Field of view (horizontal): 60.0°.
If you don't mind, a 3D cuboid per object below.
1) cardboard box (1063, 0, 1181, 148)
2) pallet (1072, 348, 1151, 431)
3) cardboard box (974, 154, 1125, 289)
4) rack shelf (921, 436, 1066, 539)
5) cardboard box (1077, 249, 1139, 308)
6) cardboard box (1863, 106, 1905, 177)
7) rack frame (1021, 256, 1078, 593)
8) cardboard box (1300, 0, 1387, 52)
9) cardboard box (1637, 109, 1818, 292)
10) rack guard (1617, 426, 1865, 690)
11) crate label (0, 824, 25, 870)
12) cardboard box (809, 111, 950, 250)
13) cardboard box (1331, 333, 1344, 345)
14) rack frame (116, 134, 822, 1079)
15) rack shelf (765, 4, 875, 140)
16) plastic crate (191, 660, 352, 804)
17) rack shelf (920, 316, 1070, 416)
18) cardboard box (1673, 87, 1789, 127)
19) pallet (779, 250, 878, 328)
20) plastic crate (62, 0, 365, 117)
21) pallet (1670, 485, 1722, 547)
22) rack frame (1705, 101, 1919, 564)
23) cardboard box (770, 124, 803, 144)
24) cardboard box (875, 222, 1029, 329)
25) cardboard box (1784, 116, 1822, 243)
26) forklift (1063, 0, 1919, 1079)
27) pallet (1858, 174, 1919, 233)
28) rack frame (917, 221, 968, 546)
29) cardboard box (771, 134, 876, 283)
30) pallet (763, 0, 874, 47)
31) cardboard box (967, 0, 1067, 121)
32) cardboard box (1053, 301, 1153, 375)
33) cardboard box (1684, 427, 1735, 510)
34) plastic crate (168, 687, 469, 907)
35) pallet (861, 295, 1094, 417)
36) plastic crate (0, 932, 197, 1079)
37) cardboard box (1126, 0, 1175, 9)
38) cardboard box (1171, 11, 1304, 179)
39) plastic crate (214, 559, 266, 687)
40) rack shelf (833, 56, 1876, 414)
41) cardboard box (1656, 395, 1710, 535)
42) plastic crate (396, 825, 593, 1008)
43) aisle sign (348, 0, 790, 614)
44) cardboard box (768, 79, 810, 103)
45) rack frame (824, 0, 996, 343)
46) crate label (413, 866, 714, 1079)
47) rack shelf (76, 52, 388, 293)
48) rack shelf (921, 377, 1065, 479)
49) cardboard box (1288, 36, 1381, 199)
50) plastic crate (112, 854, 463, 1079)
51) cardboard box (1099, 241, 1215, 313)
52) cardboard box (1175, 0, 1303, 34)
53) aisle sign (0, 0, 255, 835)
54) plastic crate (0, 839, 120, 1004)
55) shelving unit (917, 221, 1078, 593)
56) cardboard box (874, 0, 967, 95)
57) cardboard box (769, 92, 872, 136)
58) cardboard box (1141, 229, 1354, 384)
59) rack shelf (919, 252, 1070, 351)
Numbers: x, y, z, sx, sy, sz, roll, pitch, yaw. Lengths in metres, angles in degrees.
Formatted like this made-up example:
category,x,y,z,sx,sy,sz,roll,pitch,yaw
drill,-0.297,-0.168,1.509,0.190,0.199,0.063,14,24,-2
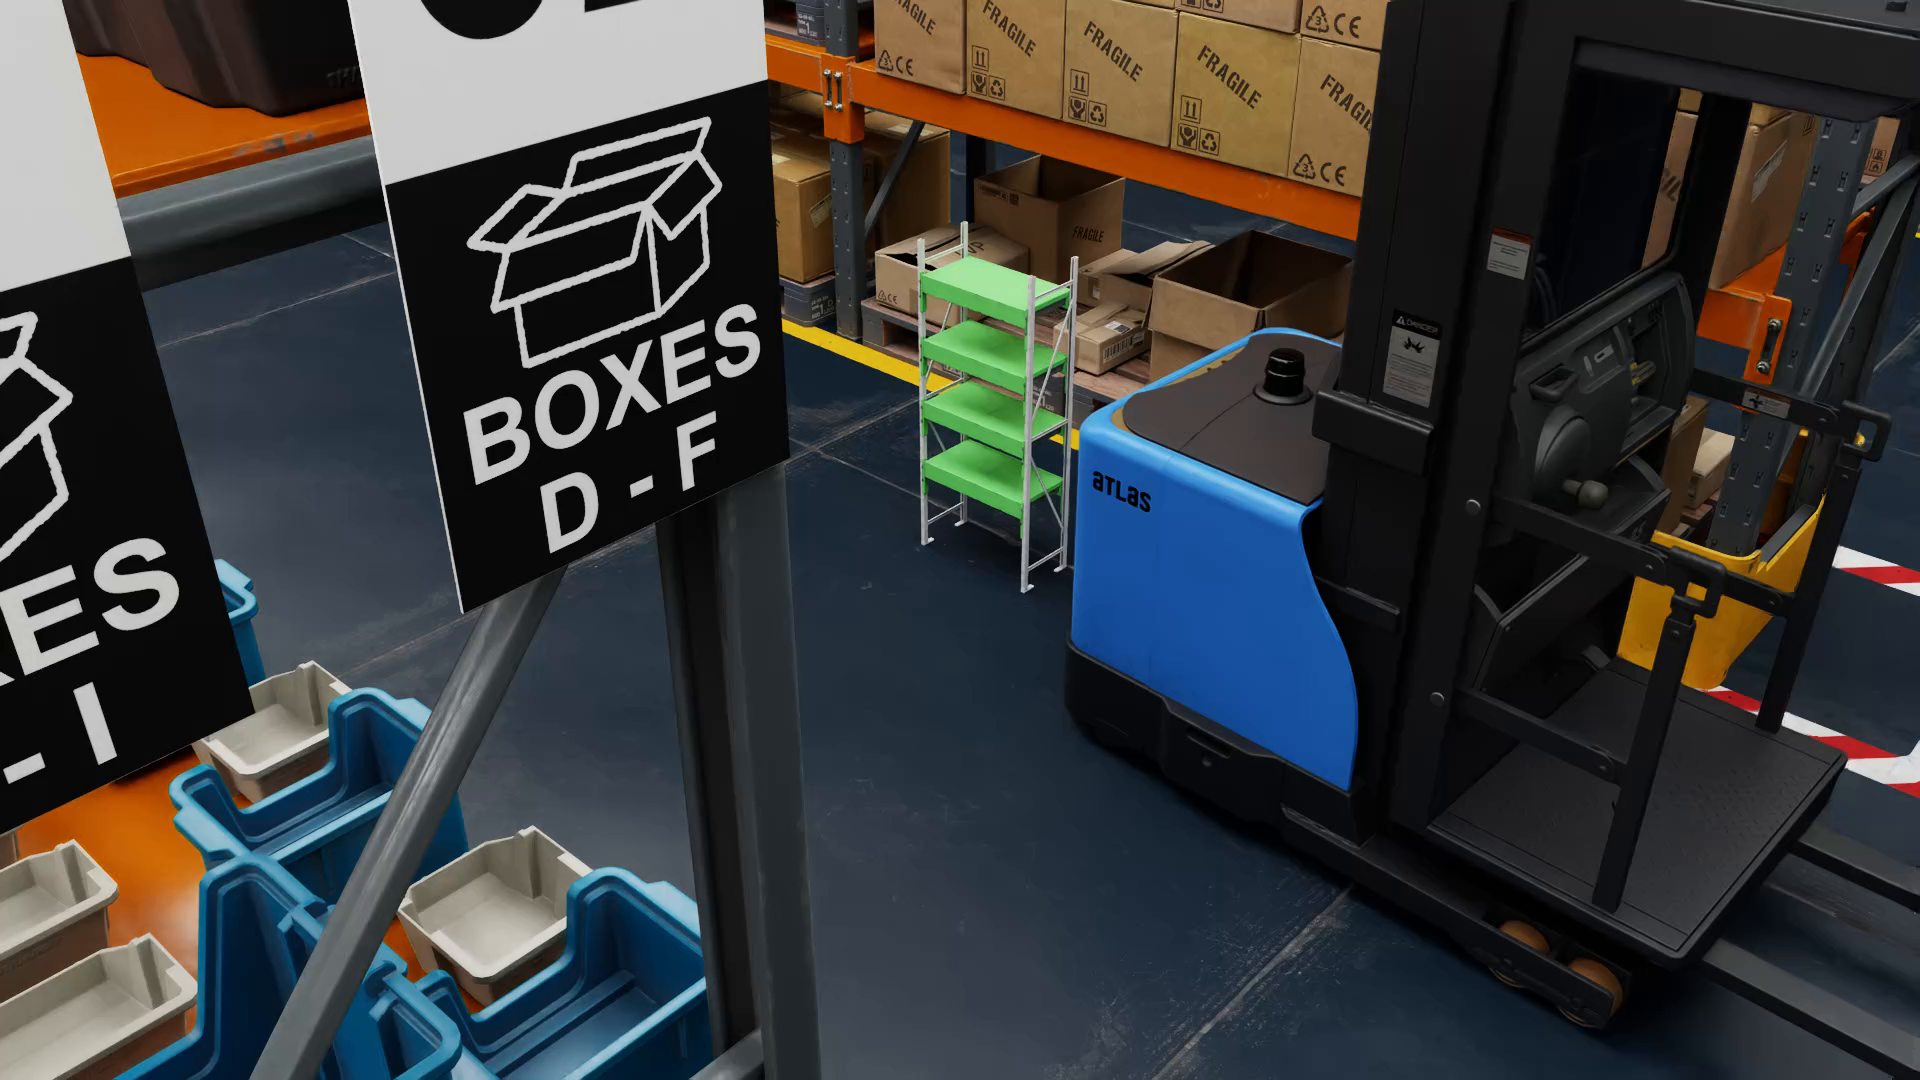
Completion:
category,x,y,z,sx,sy,sz,roll,pitch,yaw
cardboard box,0.745,-1.835,6.292,0.500,0.500,0.500,25,39,35
pallet,1.216,-0.567,6.988,1.213,0.211,1.003,25,39,35
cardboard box,0.411,-1.451,7.749,0.500,0.500,0.500,25,39,35
rack shelf,0.123,-0.196,6.002,0.480,0.148,0.258,25,39,35
cardboard box,0.730,-1.194,7.662,0.250,0.149,0.380,25,39,35
cardboard box,5.128,-2.420,9.377,0.500,0.500,0.700,25,39,35
rack frame,0.304,-0.372,5.705,0.015,1.200,0.240,25,39,35
cardboard box,1.487,-1.910,5.448,0.500,0.500,0.500,26,40,36
cardboard box,2.249,-1.132,5.125,0.500,0.500,0.500,26,40,36
rack guard,2.708,0.007,5.754,0.348,0.500,1.175,25,39,35
crate label,-1.717,0.536,2.648,0.243,0.136,0.396,25,39,35
cardboard box,-0.397,-1.800,8.329,0.500,0.500,0.500,23,38,33
cardboard box,1.810,-0.691,6.729,0.500,0.250,0.500,25,39,35
rack frame,-0.565,0.856,1.919,0.053,2.616,0.949,25,39,35
rack shelf,-1.684,-2.806,8.701,4.000,0.370,1.077,25,39,35
plastic crate,-1.210,0.353,2.952,0.298,0.136,0.250,25,39,35
rack shelf,0.123,-0.608,5.755,0.480,0.148,0.258,25,39,35
cardboard box,2.250,-1.558,4.863,0.500,0.500,0.500,25,39,35
pallet,-0.830,-1.495,8.528,1.213,0.211,1.003,25,39,35
plastic crate,-0.661,-0.614,1.580,0.590,0.269,0.497,25,39,35
pallet,2.116,-0.145,6.286,1.213,0.211,1.003,25,39,35
rack frame,2.764,-1.038,5.066,0.127,3.000,1.000,25,39,35
cardboard box,-1.121,-1.775,8.288,0.500,0.500,0.500,25,39,35
cardboard box,-0.035,-1.231,7.567,0.500,0.311,0.500,25,39,35
cardboard box,2.612,-1.335,5.463,0.500,0.500,0.500,26,40,36
forklift,1.732,-0.331,3.958,3.031,2.935,1.130,27,40,37
pallet,5.440,-1.986,9.344,1.213,0.211,1.003,25,39,35
rack frame,-0.058,-0.541,5.986,0.015,1.200,0.240,25,39,35
cardboard box,-0.760,-1.601,7.998,0.500,0.500,0.500,25,39,35
pallet,-0.721,-2.658,7.944,1.213,0.211,1.003,25,39,35
cardboard box,0.375,-2.009,6.581,0.500,0.500,0.500,26,40,36
cardboard box,0.613,-0.873,7.113,0.250,0.166,0.380,25,39,35
cardboard box,2.684,-0.281,6.147,0.250,0.149,0.380,25,39,35
plastic crate,-1.013,0.462,2.679,0.300,0.233,0.416,25,39,35
pallet,0.307,-0.989,7.689,1.213,0.211,1.003,25,39,35
plastic crate,-1.289,0.729,2.328,0.243,0.136,0.396,25,39,35
cardboard box,0.723,-2.266,6.040,0.500,0.500,0.500,24,38,34
cardboard box,1.123,-1.659,6.001,0.500,0.500,0.500,24,39,34
plastic crate,-1.501,0.234,3.057,0.300,0.233,0.416,25,39,35
rack shelf,1.281,-1.422,6.401,4.000,0.370,1.077,25,39,35
cardboard box,2.196,-0.249,5.753,0.500,0.500,0.500,25,39,35
plastic crate,-0.707,0.588,2.562,0.298,0.136,0.250,25,39,35
aisle sign,-0.310,-0.347,1.398,0.004,0.787,0.394,25,39,35
cardboard box,-1.138,-2.468,8.711,0.500,0.250,0.500,25,39,35
rack frame,-0.202,-2.422,7.365,0.127,3.000,1.000,25,39,35
crate label,-0.525,0.690,2.300,0.303,0.233,0.416,25,39,35
rack shelf,-2.045,-0.814,2.483,4.000,0.370,1.077,25,39,35
rack shelf,0.123,-0.402,5.878,0.480,0.148,0.258,25,39,35
cardboard box,1.496,-1.485,5.711,0.500,0.500,0.500,25,39,35
plastic crate,-0.936,0.770,1.971,0.499,0.435,0.616,25,39,35
cardboard box,0.967,-1.111,7.367,0.500,0.311,0.500,25,39,35
cardboard box,1.106,-2.088,5.744,0.500,0.500,0.500,26,40,36
aisle sign,-0.706,-0.122,1.024,0.004,0.787,0.394,25,39,35
plastic crate,-1.494,0.623,2.504,0.243,0.136,0.396,25,39,35
shelving unit,0.123,-0.457,5.845,0.503,1.200,0.258,25,39,35
cardboard box,-0.006,-2.185,6.873,0.500,0.500,0.500,26,40,36
cardboard box,-0.800,-1.981,8.629,0.500,0.500,0.500,26,39,36
cardboard box,1.195,-0.893,6.819,0.637,0.503,0.797,25,39,35
rack shelf,0.123,-0.813,5.631,0.480,0.148,0.258,25,39,35
